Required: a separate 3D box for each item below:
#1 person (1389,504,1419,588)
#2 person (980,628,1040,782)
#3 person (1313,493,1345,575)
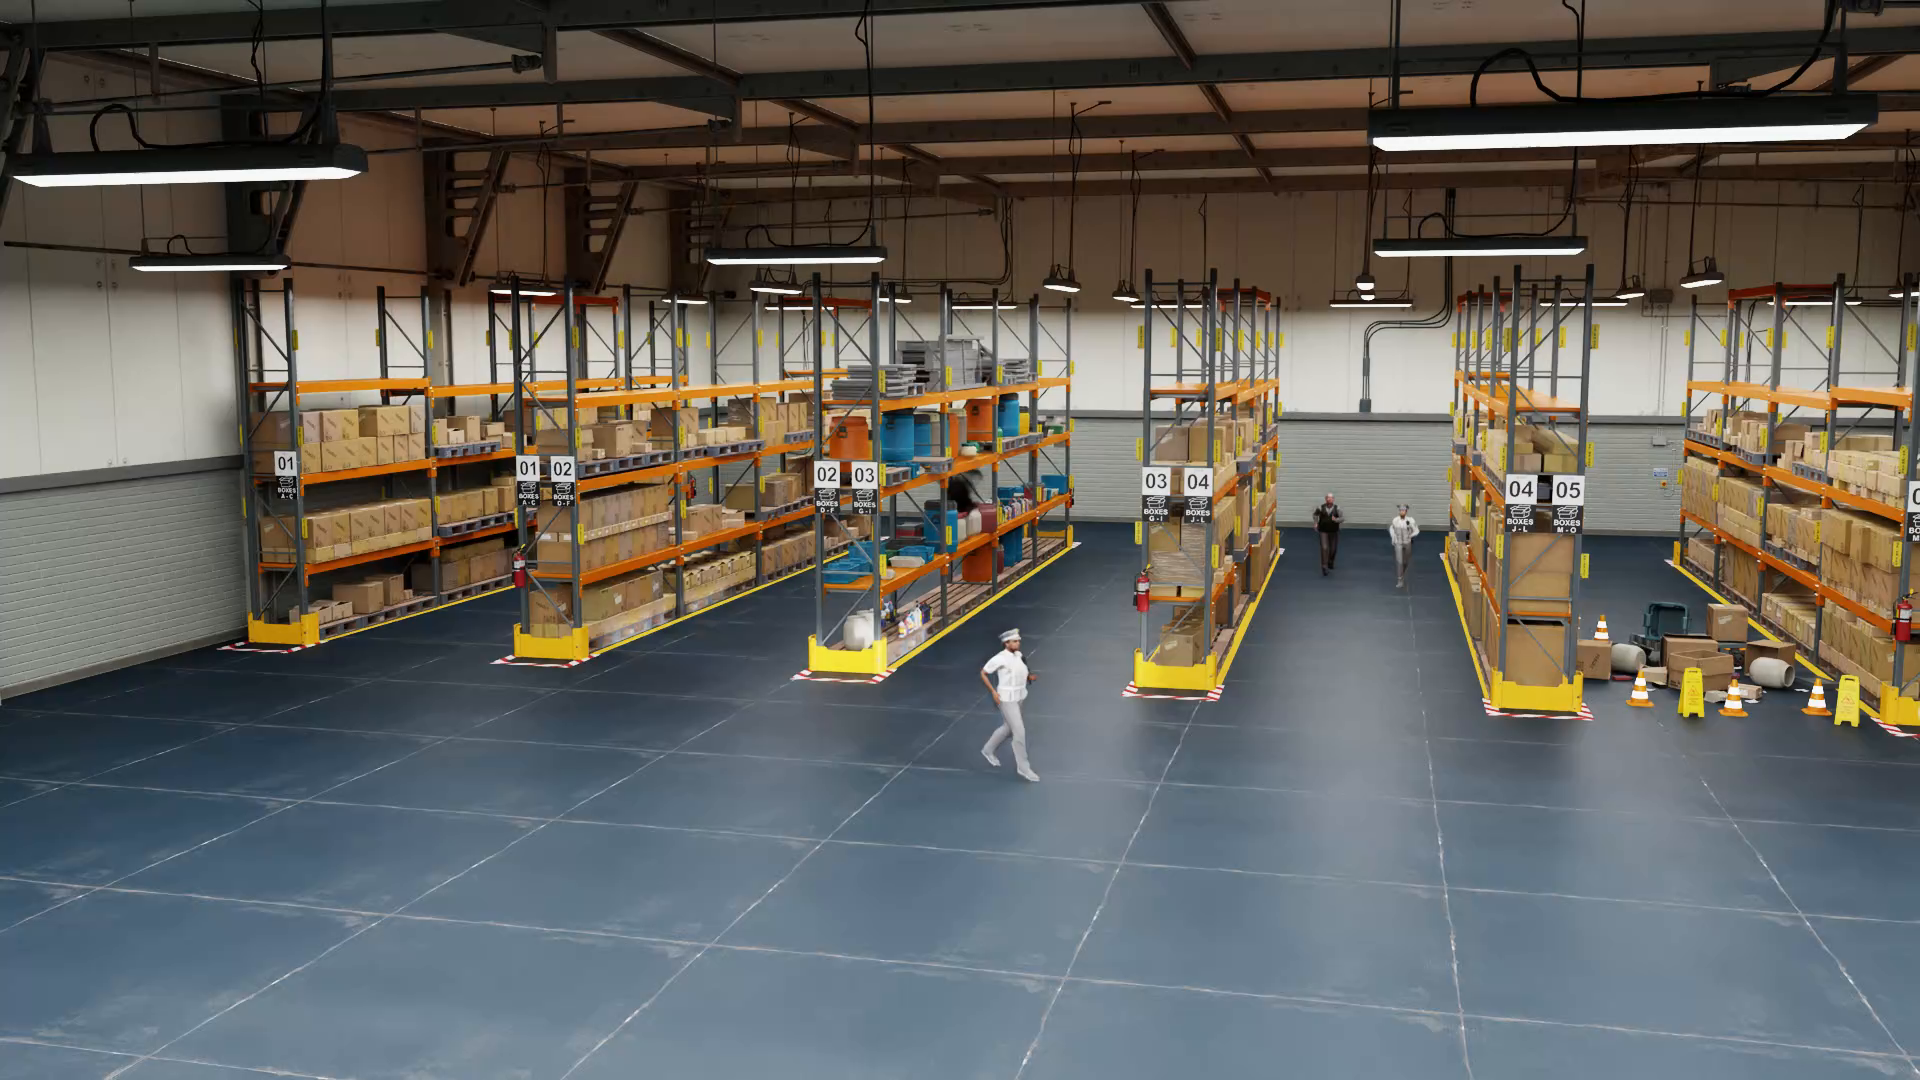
[{"bbox_3d":[9.088,0.093,34.066,0.608,1.704,0.815,2,7,18],"label":"person"},{"bbox_3d":[0.584,1.860,19.127,0.863,1.721,0.562,5,8,34],"label":"person"},{"bbox_3d":[7.902,-0.147,35.646,0.654,1.711,0.949,1,7,8],"label":"person"}]
